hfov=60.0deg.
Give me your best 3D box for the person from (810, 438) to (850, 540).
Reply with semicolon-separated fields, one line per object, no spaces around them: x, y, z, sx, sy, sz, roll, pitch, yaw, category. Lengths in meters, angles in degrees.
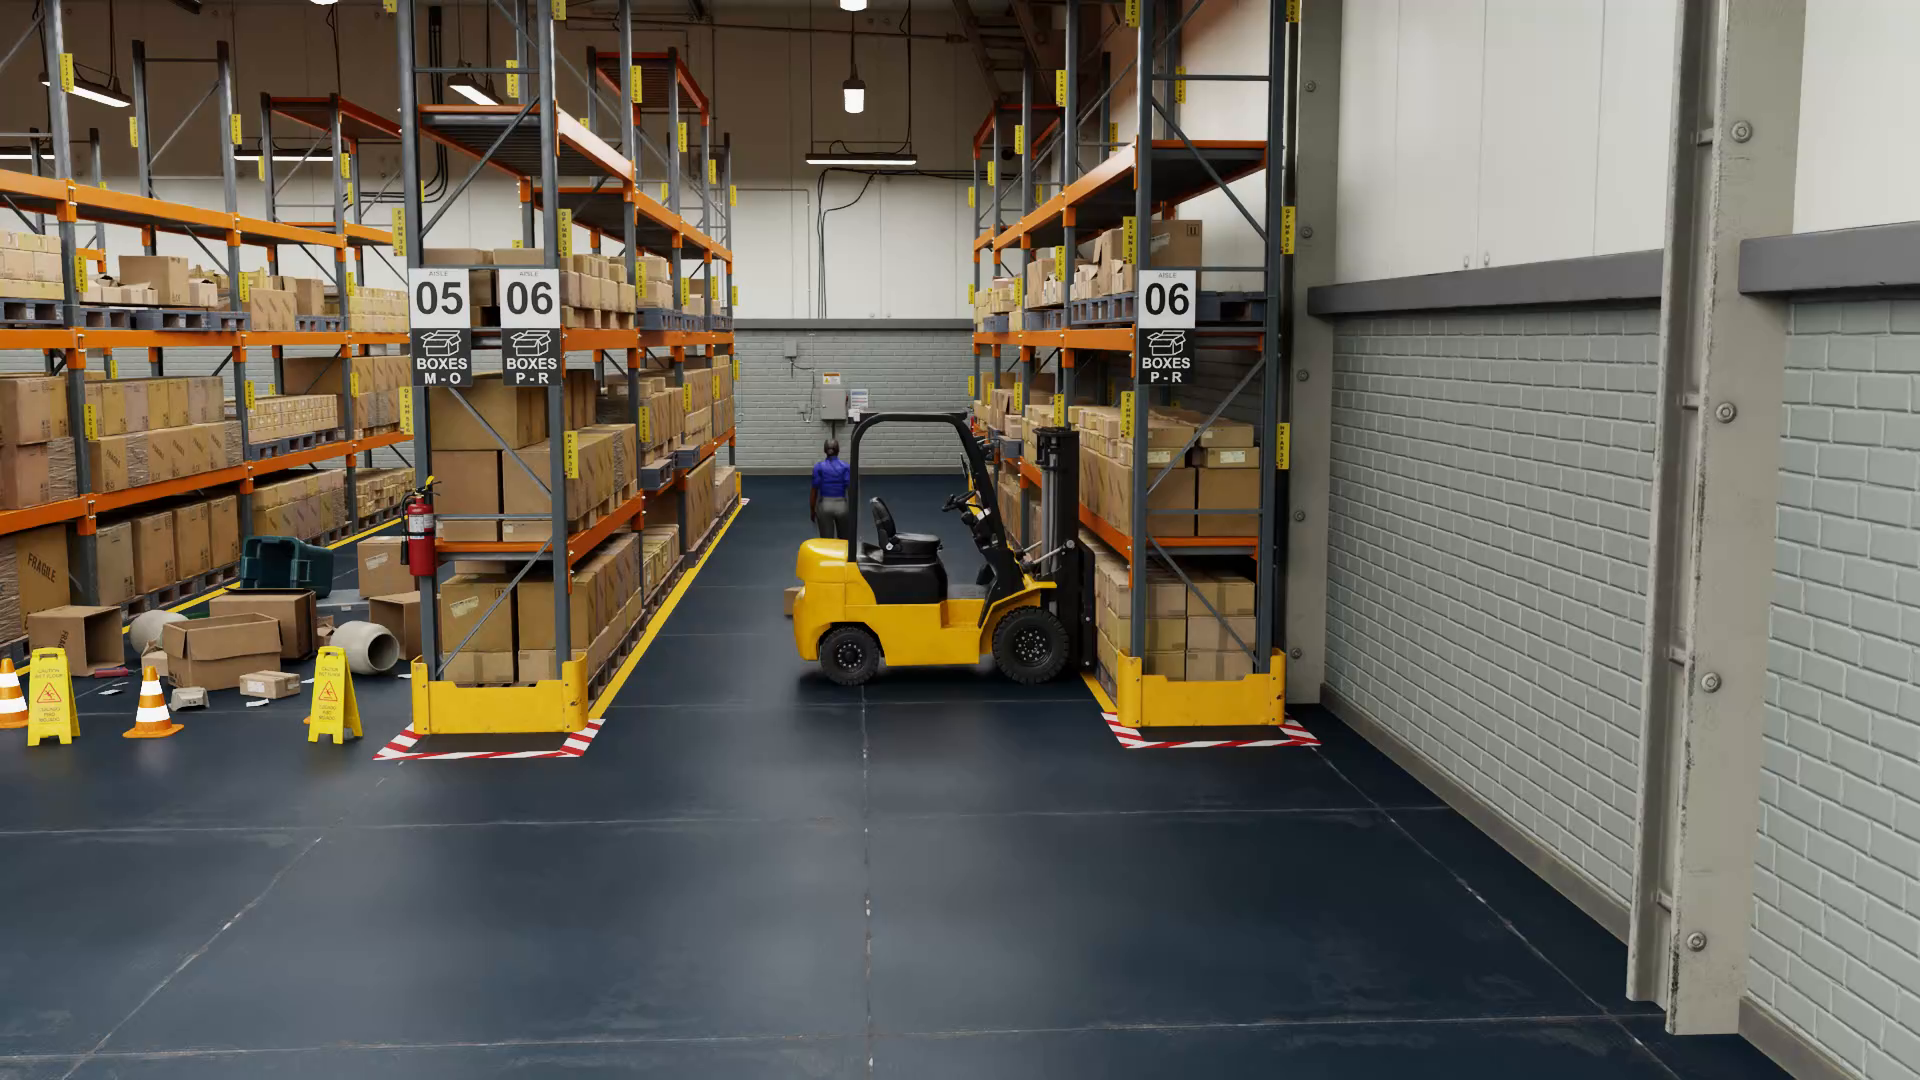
-1.382;-0.245;17.995;0.465;1.730;0.655;-1;7;-11;person
